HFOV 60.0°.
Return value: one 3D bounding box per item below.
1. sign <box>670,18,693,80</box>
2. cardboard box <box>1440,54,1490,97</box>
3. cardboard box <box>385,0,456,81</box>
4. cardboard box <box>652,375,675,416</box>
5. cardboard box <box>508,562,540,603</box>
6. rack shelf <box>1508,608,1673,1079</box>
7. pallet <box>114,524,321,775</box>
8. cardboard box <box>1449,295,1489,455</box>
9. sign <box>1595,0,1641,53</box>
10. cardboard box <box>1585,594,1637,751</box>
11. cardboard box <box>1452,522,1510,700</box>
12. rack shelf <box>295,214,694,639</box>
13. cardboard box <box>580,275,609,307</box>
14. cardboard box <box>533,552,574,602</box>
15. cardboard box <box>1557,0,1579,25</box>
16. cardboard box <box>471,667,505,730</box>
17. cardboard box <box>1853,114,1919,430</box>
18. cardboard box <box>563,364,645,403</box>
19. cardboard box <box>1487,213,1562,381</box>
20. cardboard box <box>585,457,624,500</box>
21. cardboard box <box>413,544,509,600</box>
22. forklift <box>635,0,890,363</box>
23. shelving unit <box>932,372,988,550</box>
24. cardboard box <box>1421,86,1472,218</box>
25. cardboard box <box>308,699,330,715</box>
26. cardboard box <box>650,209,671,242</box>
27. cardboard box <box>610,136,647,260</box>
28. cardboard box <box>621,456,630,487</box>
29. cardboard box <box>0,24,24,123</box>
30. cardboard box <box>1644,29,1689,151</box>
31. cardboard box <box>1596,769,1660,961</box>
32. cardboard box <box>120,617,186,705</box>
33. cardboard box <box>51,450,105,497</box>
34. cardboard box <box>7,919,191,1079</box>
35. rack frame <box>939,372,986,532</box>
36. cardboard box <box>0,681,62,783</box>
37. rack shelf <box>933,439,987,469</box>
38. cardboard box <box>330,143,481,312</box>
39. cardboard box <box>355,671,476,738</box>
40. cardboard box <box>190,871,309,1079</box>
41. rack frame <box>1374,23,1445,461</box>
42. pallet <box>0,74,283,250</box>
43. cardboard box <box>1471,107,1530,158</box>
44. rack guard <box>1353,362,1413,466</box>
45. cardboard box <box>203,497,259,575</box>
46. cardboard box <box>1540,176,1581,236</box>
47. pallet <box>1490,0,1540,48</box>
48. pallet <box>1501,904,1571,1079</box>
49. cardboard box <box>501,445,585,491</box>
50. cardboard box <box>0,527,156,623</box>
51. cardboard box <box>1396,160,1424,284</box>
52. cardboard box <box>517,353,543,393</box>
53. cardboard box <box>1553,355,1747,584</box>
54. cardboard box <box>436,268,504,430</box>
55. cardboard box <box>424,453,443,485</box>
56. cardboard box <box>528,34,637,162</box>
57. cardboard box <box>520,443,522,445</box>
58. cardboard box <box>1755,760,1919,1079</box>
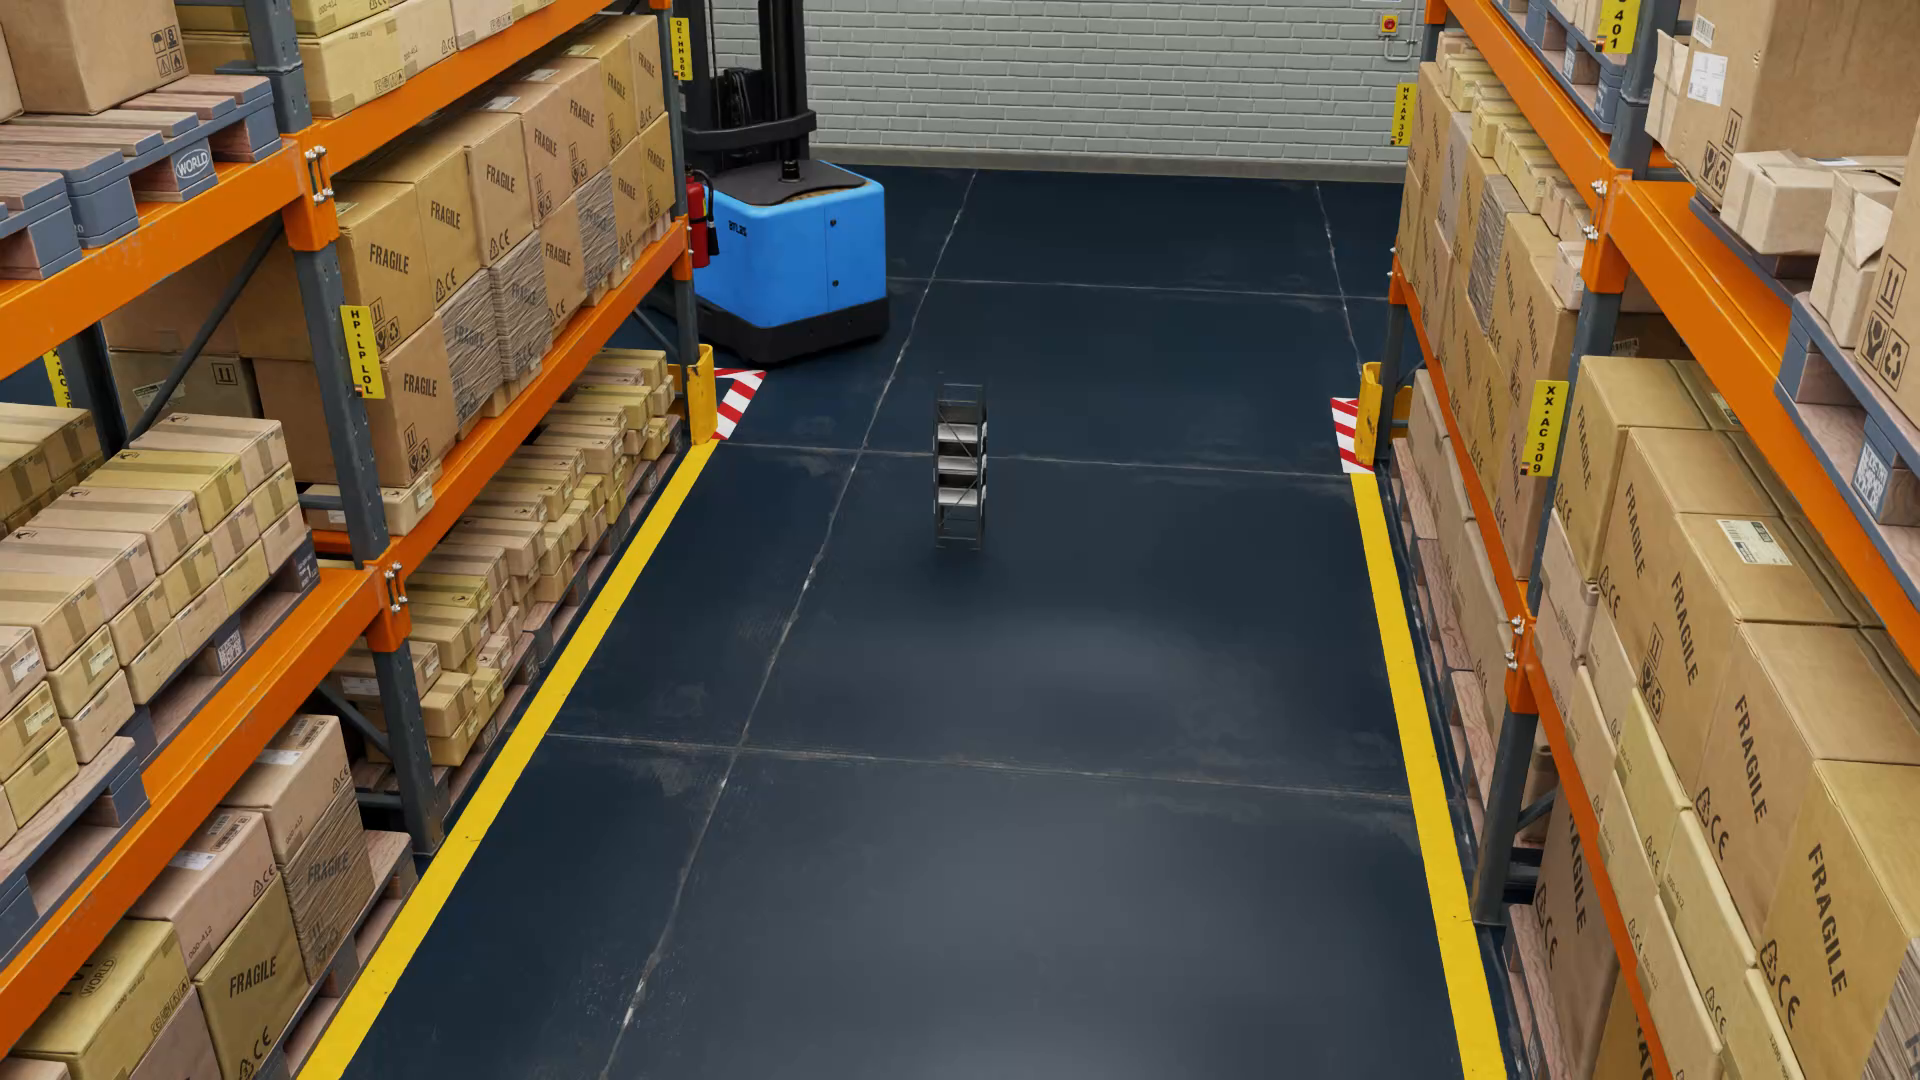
[{"bbox_3d":[-1.495,-2.632,8.920,0.100,0.325,0.005,3,28,6],"label":"sign"},{"bbox_3d":[2.456,-2.161,7.755,0.380,0.149,0.250,4,29,8],"label":"cardboard box"},{"bbox_3d":[-2.163,-1.836,5.991,0.500,0.250,0.500,3,28,5],"label":"cardboard box"},{"bbox_3d":[-1.825,-0.821,9.361,0.380,0.149,0.250,3,28,5],"label":"cardboard box"},{"bbox_3d":[-2.143,0.149,7.561,0.380,0.149,0.250,5,29,9],"label":"cardboard box"},{"bbox_3d":[2.147,1.356,3.829,1.077,0.370,4.000,3,28,6],"label":"rack shelf"},{"bbox_3d":[-2.772,0.293,5.245,1.003,0.211,1.213,3,28,6],"label":"pallet"},{"bbox_3d":[2.299,-0.660,6.706,0.500,0.500,0.500,3,28,5],"label":"cardboard box"},{"bbox_3d":[1.841,-1.517,4.612,0.100,0.325,0.005,3,28,6],"label":"sign"},{"bbox_3d":[2.022,0.381,4.510,0.500,0.250,0.500,4,29,7],"label":"cardboard box"},{"bbox_3d":[2.684,0.330,7.233,0.875,0.438,0.875,3,28,5],"label":"cardboard box"},{"bbox_3d":[-2.288,-0.767,7.770,1.077,0.370,4.000,3,28,6],"label":"rack shelf"},{"bbox_3d":[-1.956,-1.267,8.204,0.380,0.149,0.250,2,28,4],"label":"cardboard box"},{"bbox_3d":[-2.051,0.162,7.850,0.380,0.149,0.250,3,28,5],"label":"cardboard box"},{"bbox_3d":[2.185,-1.785,5.454,0.380,0.149,0.250,4,29,7],"label":"cardboard box"},{"bbox_3d":[-2.137,0.650,6.944,0.380,0.149,0.250,4,29,8],"label":"cardboard box"},{"bbox_3d":[1.830,-0.415,2.648,0.500,0.500,0.500,4,29,7],"label":"cardboard box"},{"bbox_3d":[-1.945,-0.838,9.079,0.380,0.149,0.250,4,29,7],"label":"cardboard box"},{"bbox_3d":[2.246,-0.863,6.030,0.500,0.500,0.500,3,28,5],"label":"cardboard box"},{"bbox_3d":[-1.937,-0.332,8.453,0.380,0.149,0.250,4,29,7],"label":"cardboard box"},{"bbox_3d":[-2.202,0.144,7.257,0.380,0.149,0.250,3,28,5],"label":"cardboard box"},{"bbox_3d":[-1.775,-3.067,11.353,1.130,2.935,3.031,-20,34,-33],"label":"forklift"},{"bbox_3d":[0.001,-0.400,8.544,0.258,0.900,0.210,3,28,6],"label":"shelving unit"},{"bbox_3d":[2.484,-1.816,7.799,0.500,0.500,0.500,3,28,5],"label":"cardboard box"},{"bbox_3d":[-2.824,0.723,6.808,0.380,0.149,0.250,4,29,7],"label":"cardboard box"},{"bbox_3d":[-1.803,-1.745,9.091,0.380,0.149,0.250,3,28,6],"label":"cardboard box"},{"bbox_3d":[-1.911,-1.732,8.383,0.500,0.500,0.500,3,28,5],"label":"cardboard box"},{"bbox_3d":[-1.967,-0.332,8.767,0.380,0.149,0.250,4,29,7],"label":"cardboard box"},{"bbox_3d":[-2.850,-1.207,4.316,0.500,0.311,0.500,3,28,5],"label":"cardboard box"},{"bbox_3d":[1.983,-1.133,4.228,0.396,0.266,0.258,3,28,6],"label":"cardboard box"},{"bbox_3d":[1.935,0.839,4.187,0.500,0.250,0.500,3,28,6],"label":"cardboard box"},{"bbox_3d":[-2.480,0.339,4.780,0.380,0.149,0.250,2,28,4],"label":"cardboard box"},{"bbox_3d":[-3.038,-0.189,5.447,0.380,0.149,0.250,4,29,7],"label":"cardboard box"},{"bbox_3d":[-2.501,1.299,4.578,0.500,0.250,0.500,2,28,4],"label":"cardboard box"},{"bbox_3d":[0.013,-0.448,8.633,0.240,0.900,0.006,3,28,6],"label":"rack frame"},{"bbox_3d":[-2.544,0.472,4.220,0.380,0.149,0.250,3,29,6],"label":"cardboard box"},{"bbox_3d":[0.001,-0.450,8.517,0.258,0.077,0.200,3,28,6],"label":"rack shelf"},{"bbox_3d":[-2.188,-1.201,6.343,0.500,0.500,0.500,3,28,5],"label":"cardboard box"},{"bbox_3d":[-2.172,0.645,6.640,0.380,0.149,0.250,5,29,9],"label":"cardboard box"},{"bbox_3d":[-2.437,1.378,5.223,0.500,0.500,0.500,3,28,5],"label":"cardboard box"},{"bbox_3d":[2.882,-1.785,8.901,1.000,3.000,0.127,3,28,6],"label":"rack frame"},{"bbox_3d":[-2.715,-1.096,4.657,1.213,0.211,1.003,3,28,6],"label":"pallet"},{"bbox_3d":[2.332,-1.676,6.856,0.380,0.149,0.250,3,28,5],"label":"cardboard box"},{"bbox_3d":[2.885,-0.696,9.515,1.175,0.500,0.348,3,28,6],"label":"rack guard"},{"bbox_3d":[-2.417,-0.025,5.142,0.380,0.149,0.250,4,29,7],"label":"cardboard box"},{"bbox_3d":[2.307,-1.190,5.953,0.380,0.149,0.250,3,28,6],"label":"cardboard box"},{"bbox_3d":[2.654,-2.141,6.492,1.003,0.211,1.213,3,28,6],"label":"pallet"},{"bbox_3d":[2.372,1.693,5.385,1.003,0.211,1.213,3,28,6],"label":"pallet"},{"bbox_3d":[-2.065,-0.343,8.160,0.380,0.149,0.250,2,28,4],"label":"cardboard box"},{"bbox_3d":[-2.487,0.093,4.609,0.380,0.149,0.250,3,28,6],"label":"cardboard box"},{"bbox_3d":[2.538,-1.620,8.489,0.500,0.500,0.500,3,28,6],"label":"cardboard box"},{"bbox_3d":[-2.061,-0.769,7.279,0.380,0.149,0.250,5,29,8],"label":"cardboard box"},{"bbox_3d":[2.052,-0.196,4.792,0.500,0.500,0.500,4,29,7],"label":"cardboard box"},{"bbox_3d":[-2.169,-0.769,6.596,0.500,0.500,0.500,3,28,6],"label":"cardboard box"},{"bbox_3d":[-2.216,-0.272,6.357,0.380,0.149,0.250,4,29,8],"label":"cardboard box"},{"bbox_3d":[-1.915,-2.172,8.146,0.500,0.500,0.500,2,28,4],"label":"cardboard box"},{"bbox_3d":[-2.533,-0.494,8.754,0.380,0.149,0.250,4,29,8],"label":"cardboard box"},{"bbox_3d":[1.827,0.762,3.013,0.500,0.500,0.500,3,28,6],"label":"cardboard box"}]
